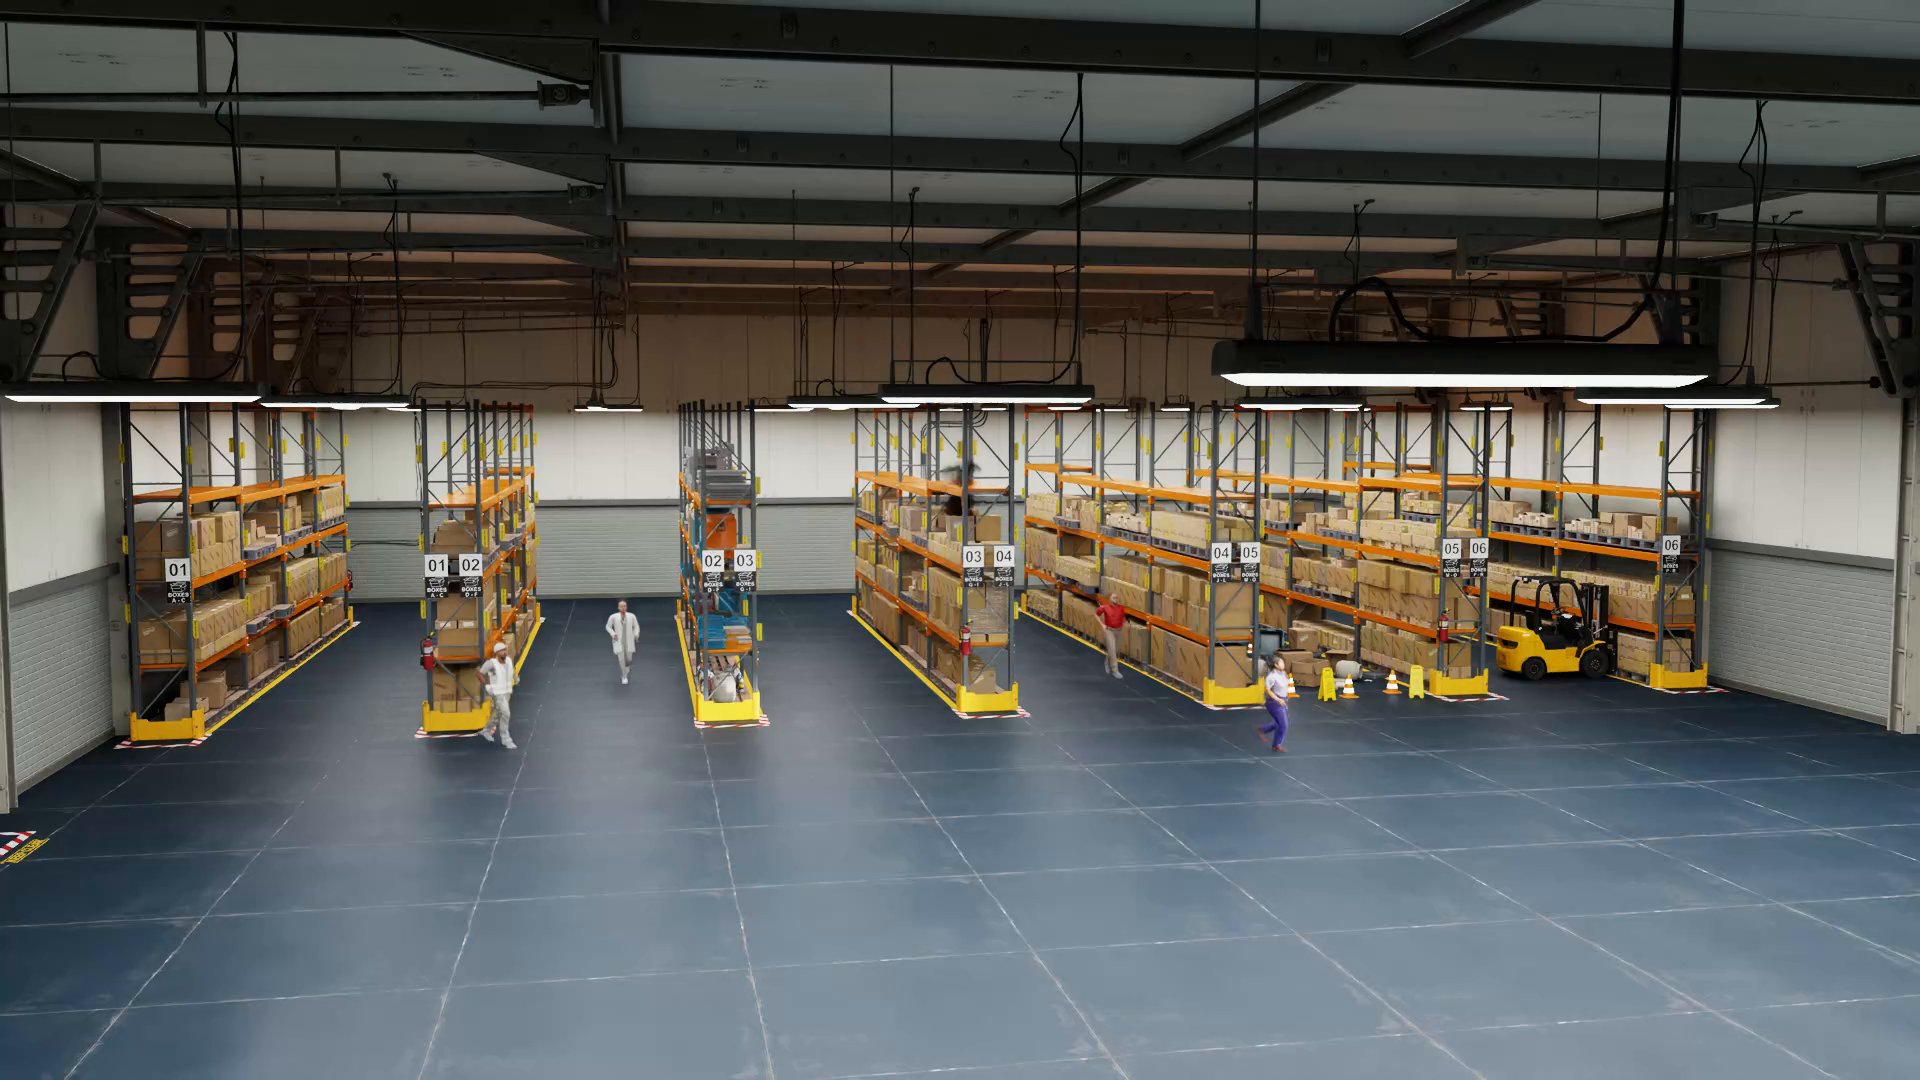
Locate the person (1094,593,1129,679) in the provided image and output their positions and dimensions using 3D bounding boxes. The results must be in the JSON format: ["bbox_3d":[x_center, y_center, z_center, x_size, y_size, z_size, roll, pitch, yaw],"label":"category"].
[{"bbox_3d":[3.190,1.969,34.693,0.663,1.743,0.845,-2,5,-25],"label":"person"}]

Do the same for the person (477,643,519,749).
[{"bbox_3d":[-7.956,2.669,28.676,0.833,1.828,0.674,2,5,24],"label":"person"}]

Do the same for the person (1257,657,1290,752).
[{"bbox_3d":[5.356,2.789,28.400,0.579,1.610,0.633,2,5,30],"label":"person"}]

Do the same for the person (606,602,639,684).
[{"bbox_3d":[-7.221,2.180,35.612,0.712,1.739,0.652,-1,5,-19],"label":"person"}]
